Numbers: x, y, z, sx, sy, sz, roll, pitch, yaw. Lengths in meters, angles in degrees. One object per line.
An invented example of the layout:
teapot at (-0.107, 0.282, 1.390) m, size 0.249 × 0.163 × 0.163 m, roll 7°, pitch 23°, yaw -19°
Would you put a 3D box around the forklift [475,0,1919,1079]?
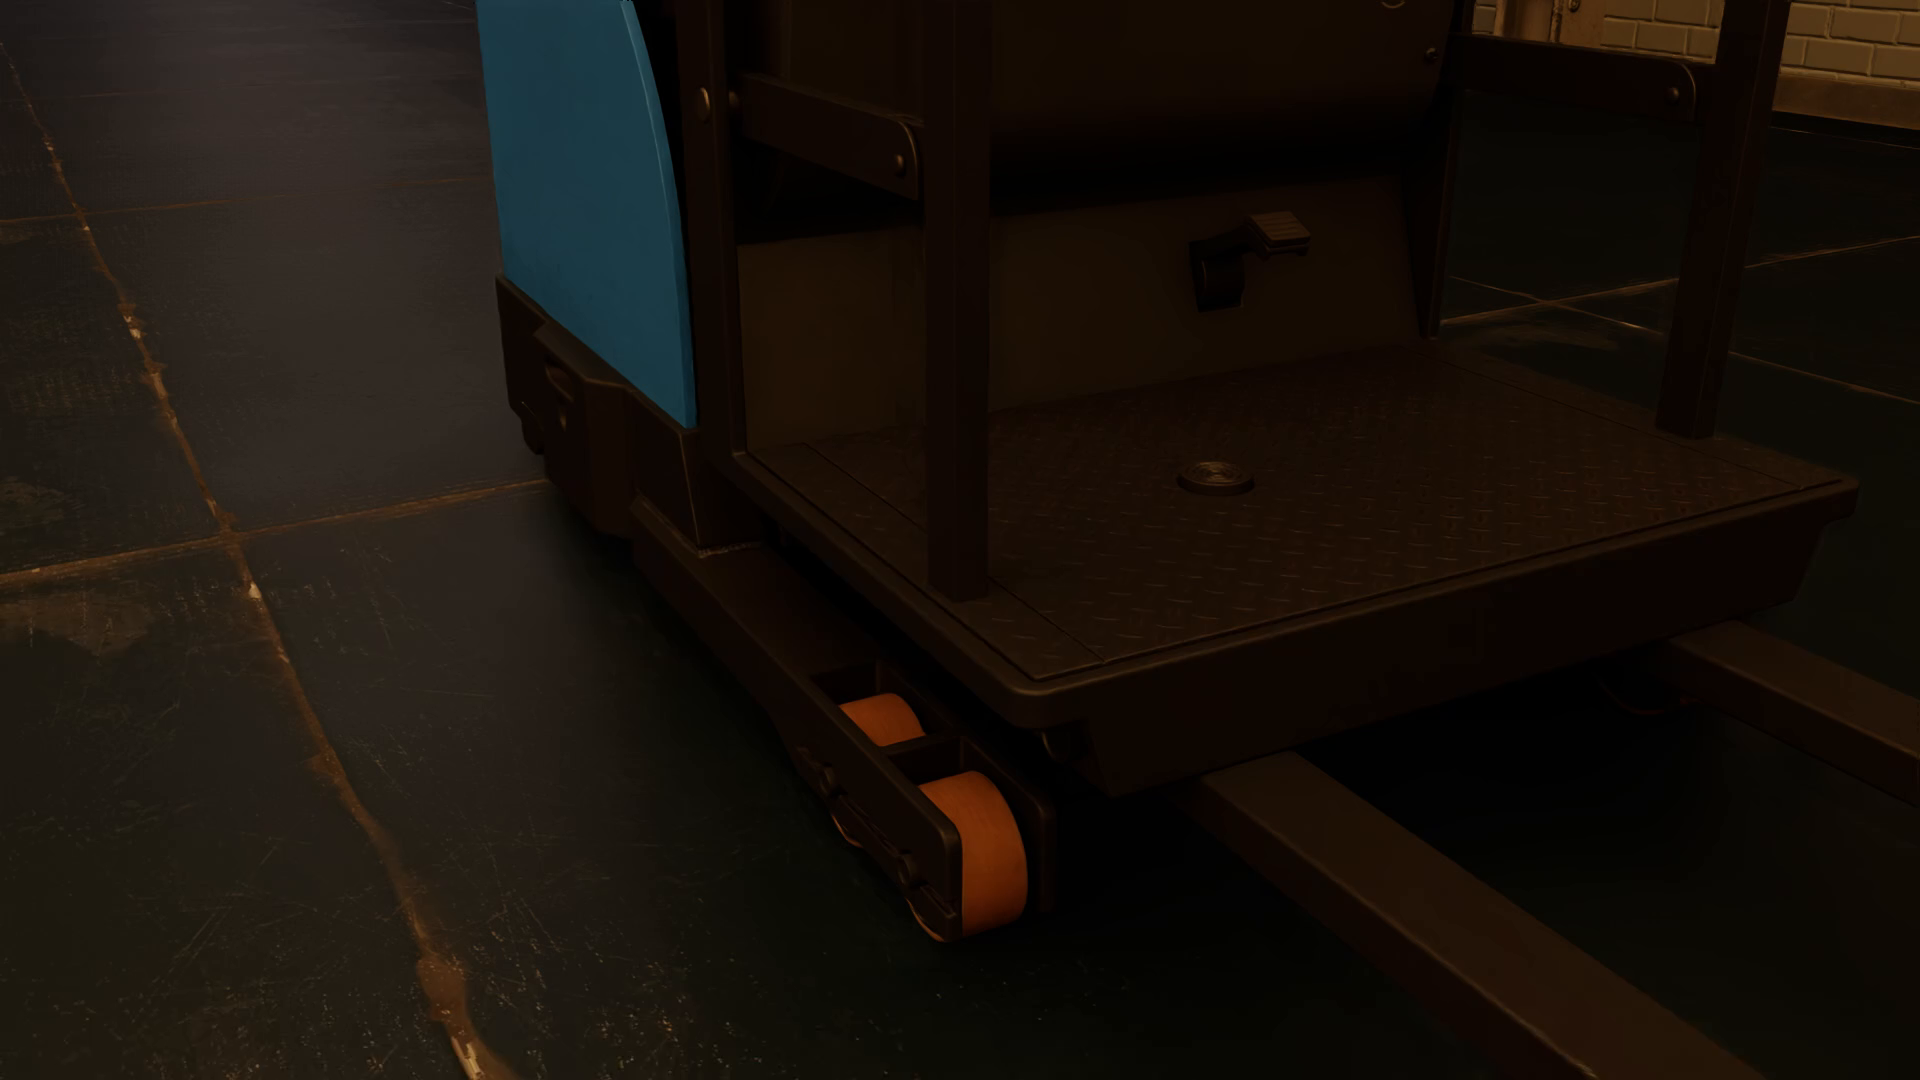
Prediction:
forklift at (0.307, -1.151, 1.579) m, size 1.130 × 2.935 × 3.031 m, roll -11°, pitch 25°, yaw -26°
